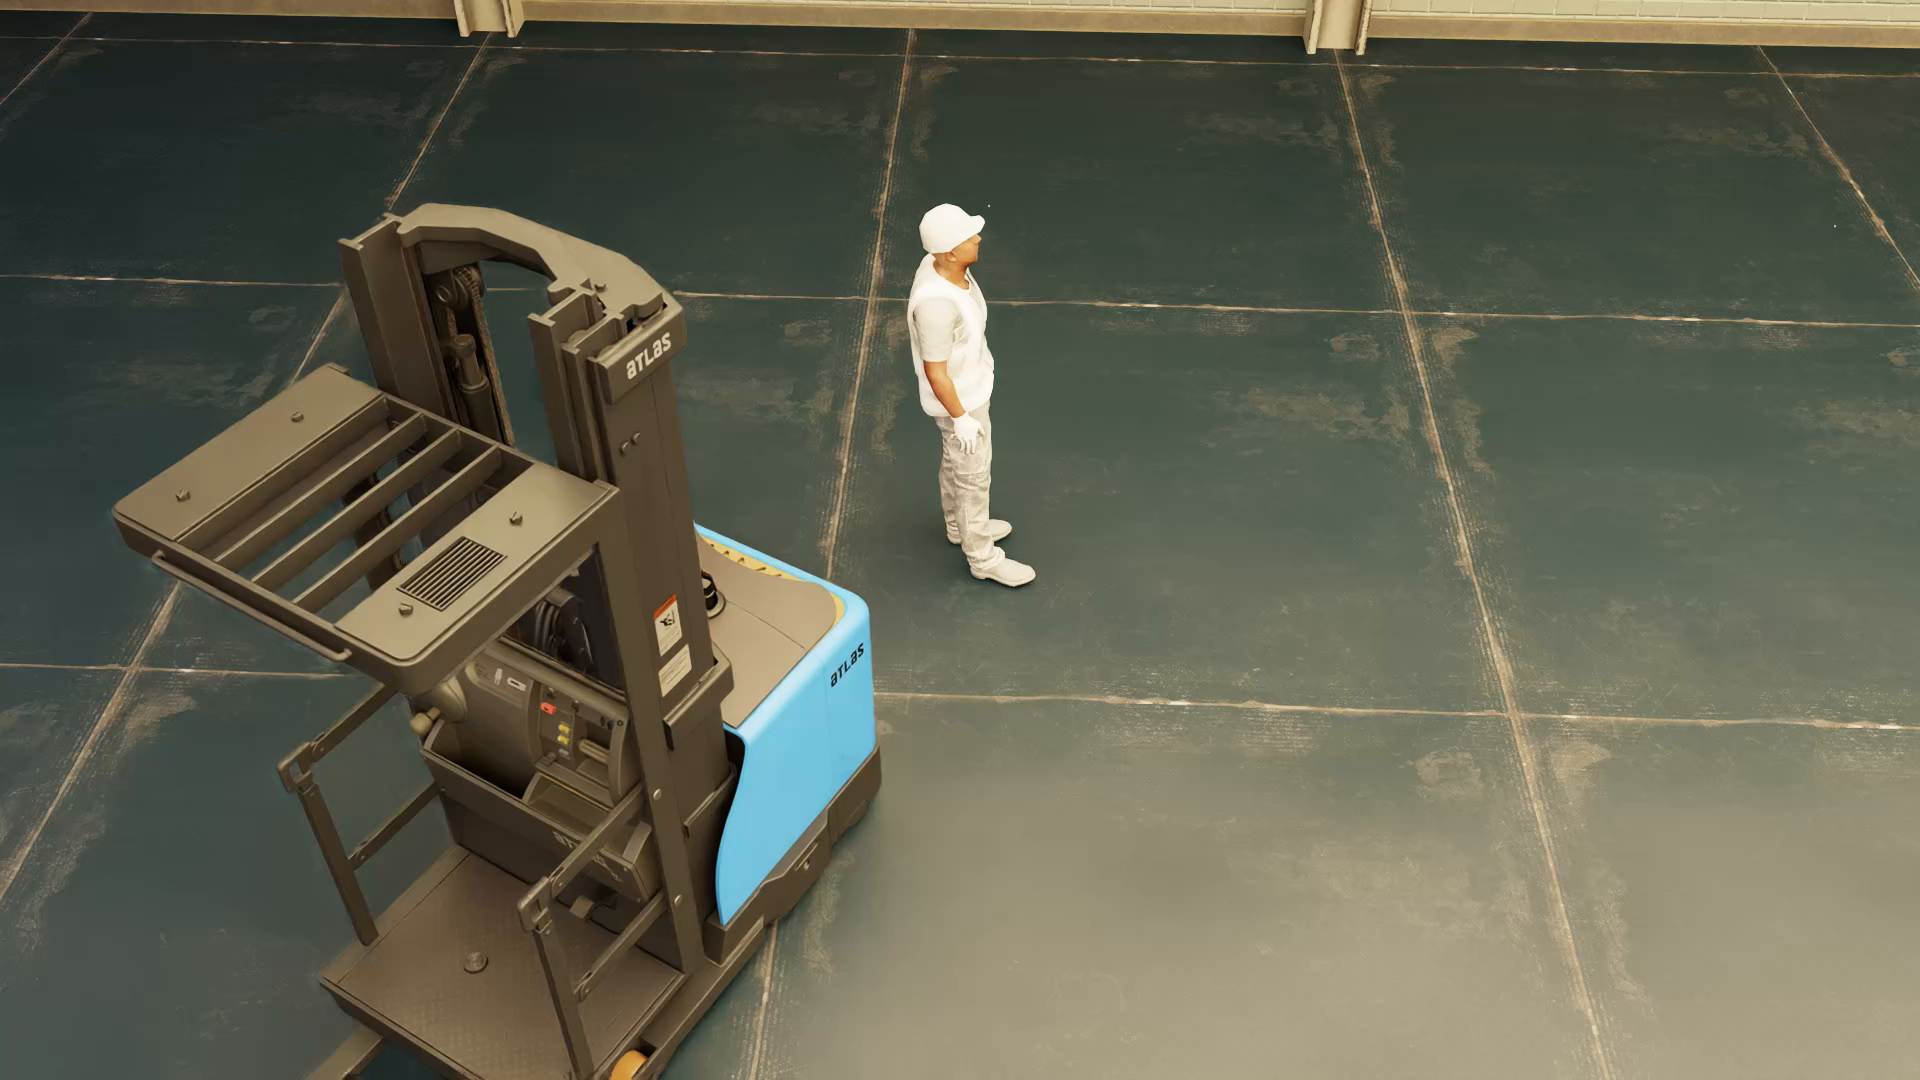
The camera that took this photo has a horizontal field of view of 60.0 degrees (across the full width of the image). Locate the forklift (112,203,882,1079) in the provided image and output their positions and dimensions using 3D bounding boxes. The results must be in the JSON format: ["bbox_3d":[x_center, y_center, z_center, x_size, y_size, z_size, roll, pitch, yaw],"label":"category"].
[{"bbox_3d":[-13.735,-0.110,5.862,23.089,2.935,13.963,22,47,23],"label":"forklift"}]

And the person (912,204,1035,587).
[{"bbox_3d":[0.080,-0.656,7.301,0.559,1.781,0.656,2,42,2],"label":"person"}]
